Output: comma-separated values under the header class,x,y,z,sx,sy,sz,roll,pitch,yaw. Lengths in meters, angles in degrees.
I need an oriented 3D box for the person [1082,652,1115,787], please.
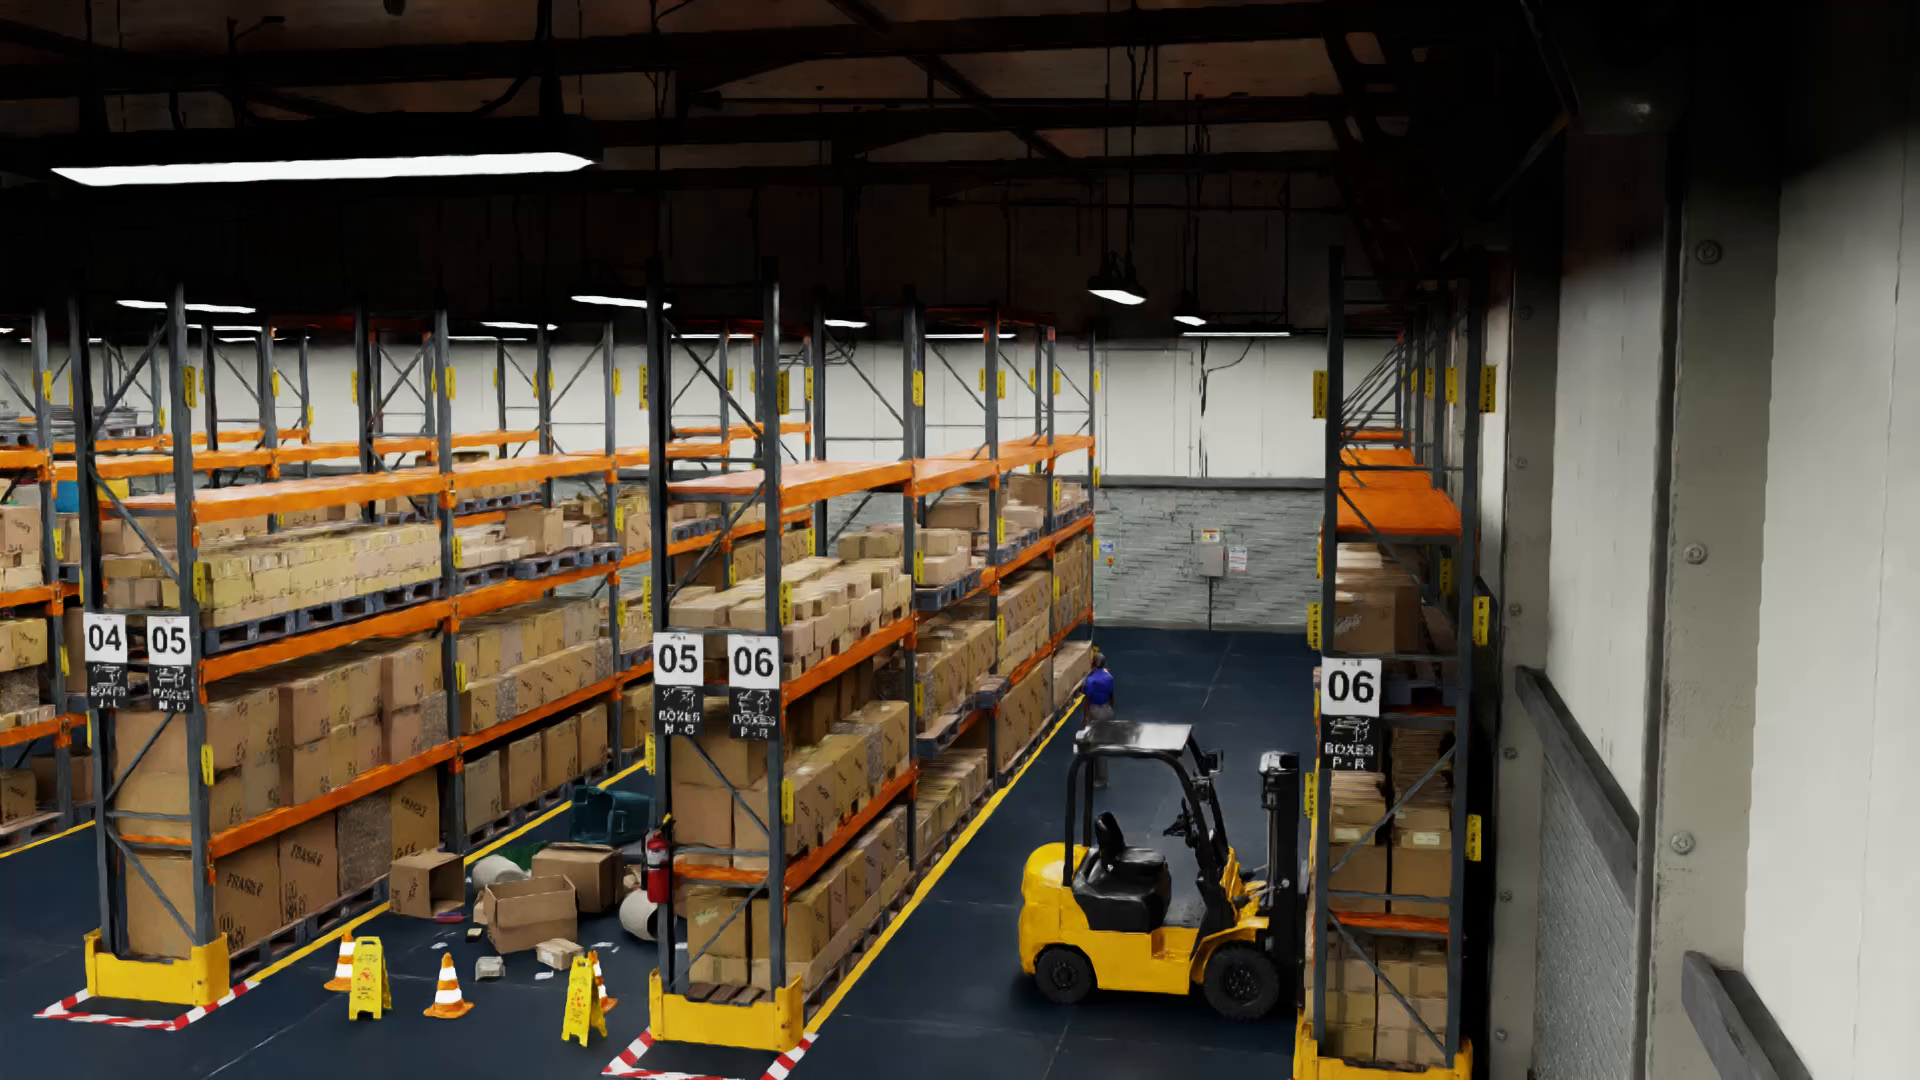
class,x,y,z,sx,sy,sz,roll,pitch,yaw
person,1.718,2.223,20.852,0.544,1.653,0.568,6,8,45
